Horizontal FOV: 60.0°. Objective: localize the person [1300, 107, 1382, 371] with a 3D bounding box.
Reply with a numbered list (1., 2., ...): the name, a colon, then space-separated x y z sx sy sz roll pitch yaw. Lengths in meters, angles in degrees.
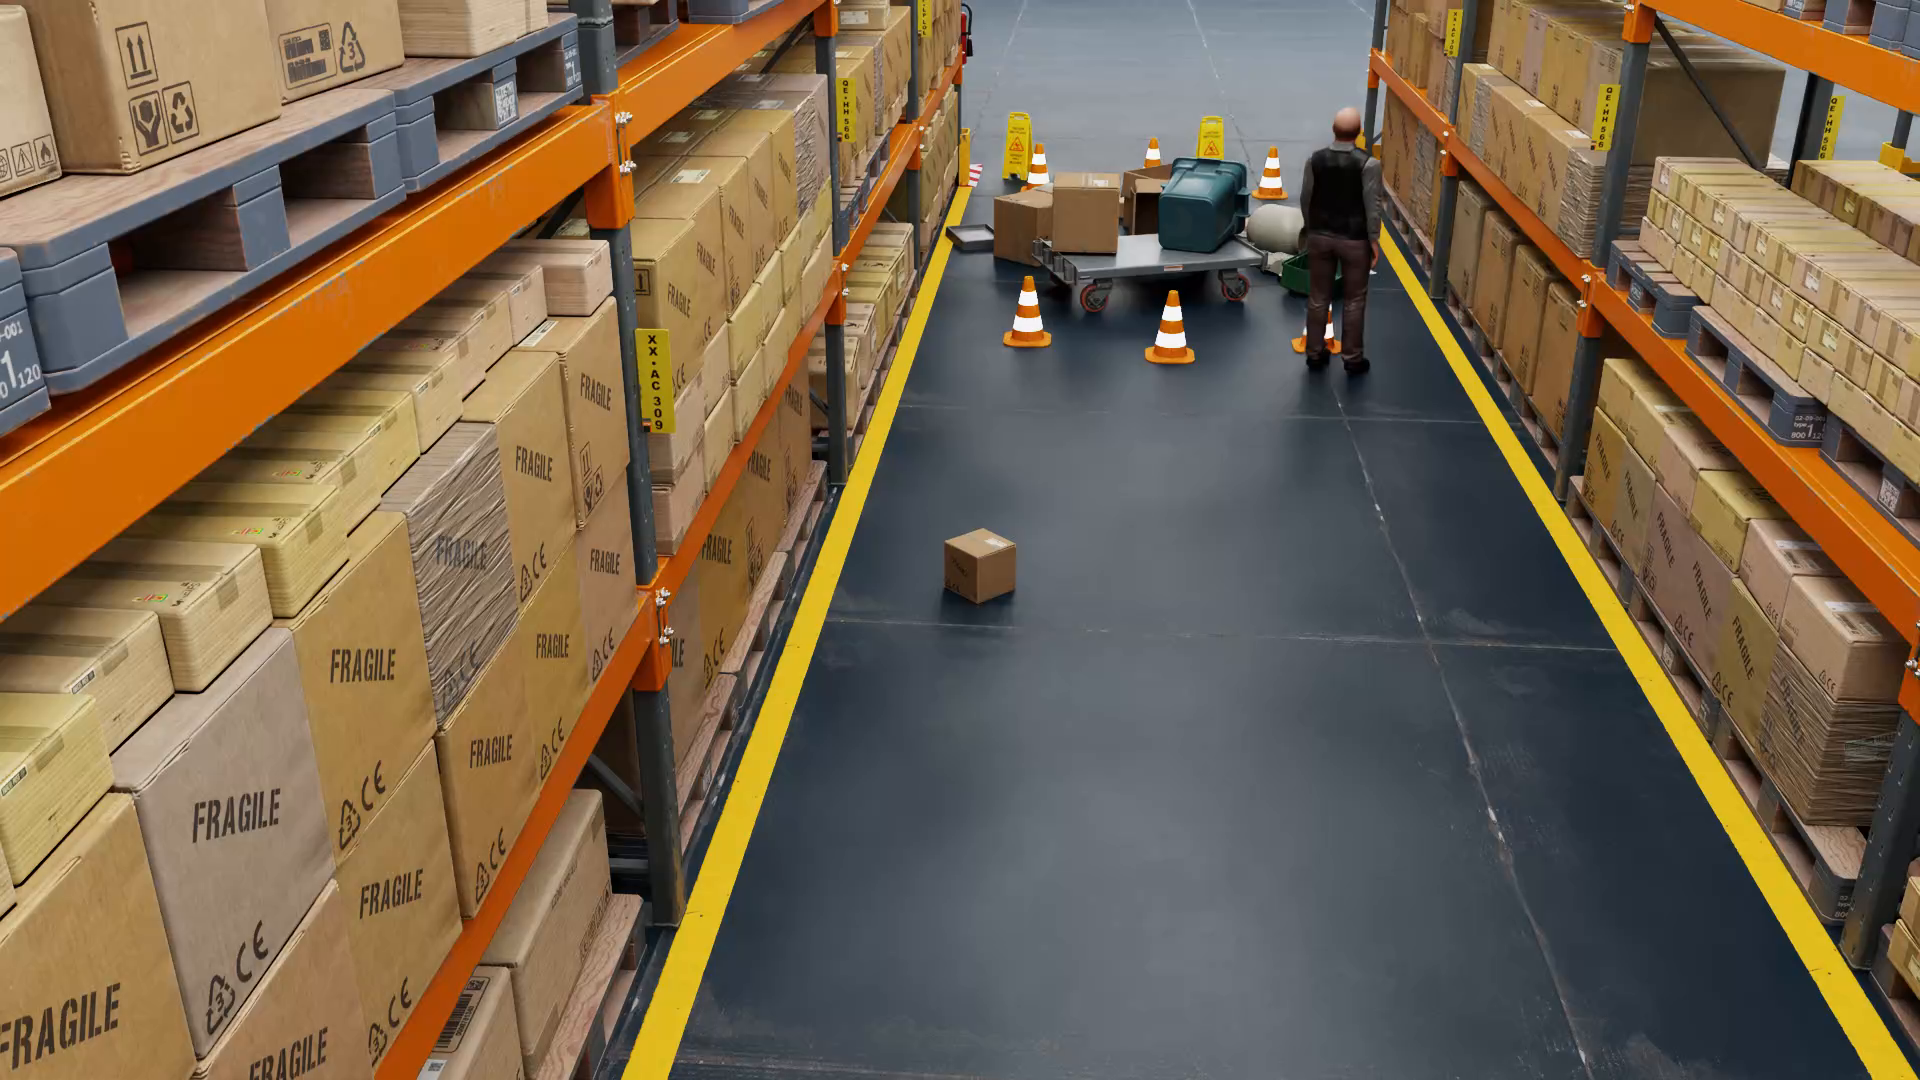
1. person: 2.503 -1.932 10.953 0.557 1.656 0.428 14 28 28
